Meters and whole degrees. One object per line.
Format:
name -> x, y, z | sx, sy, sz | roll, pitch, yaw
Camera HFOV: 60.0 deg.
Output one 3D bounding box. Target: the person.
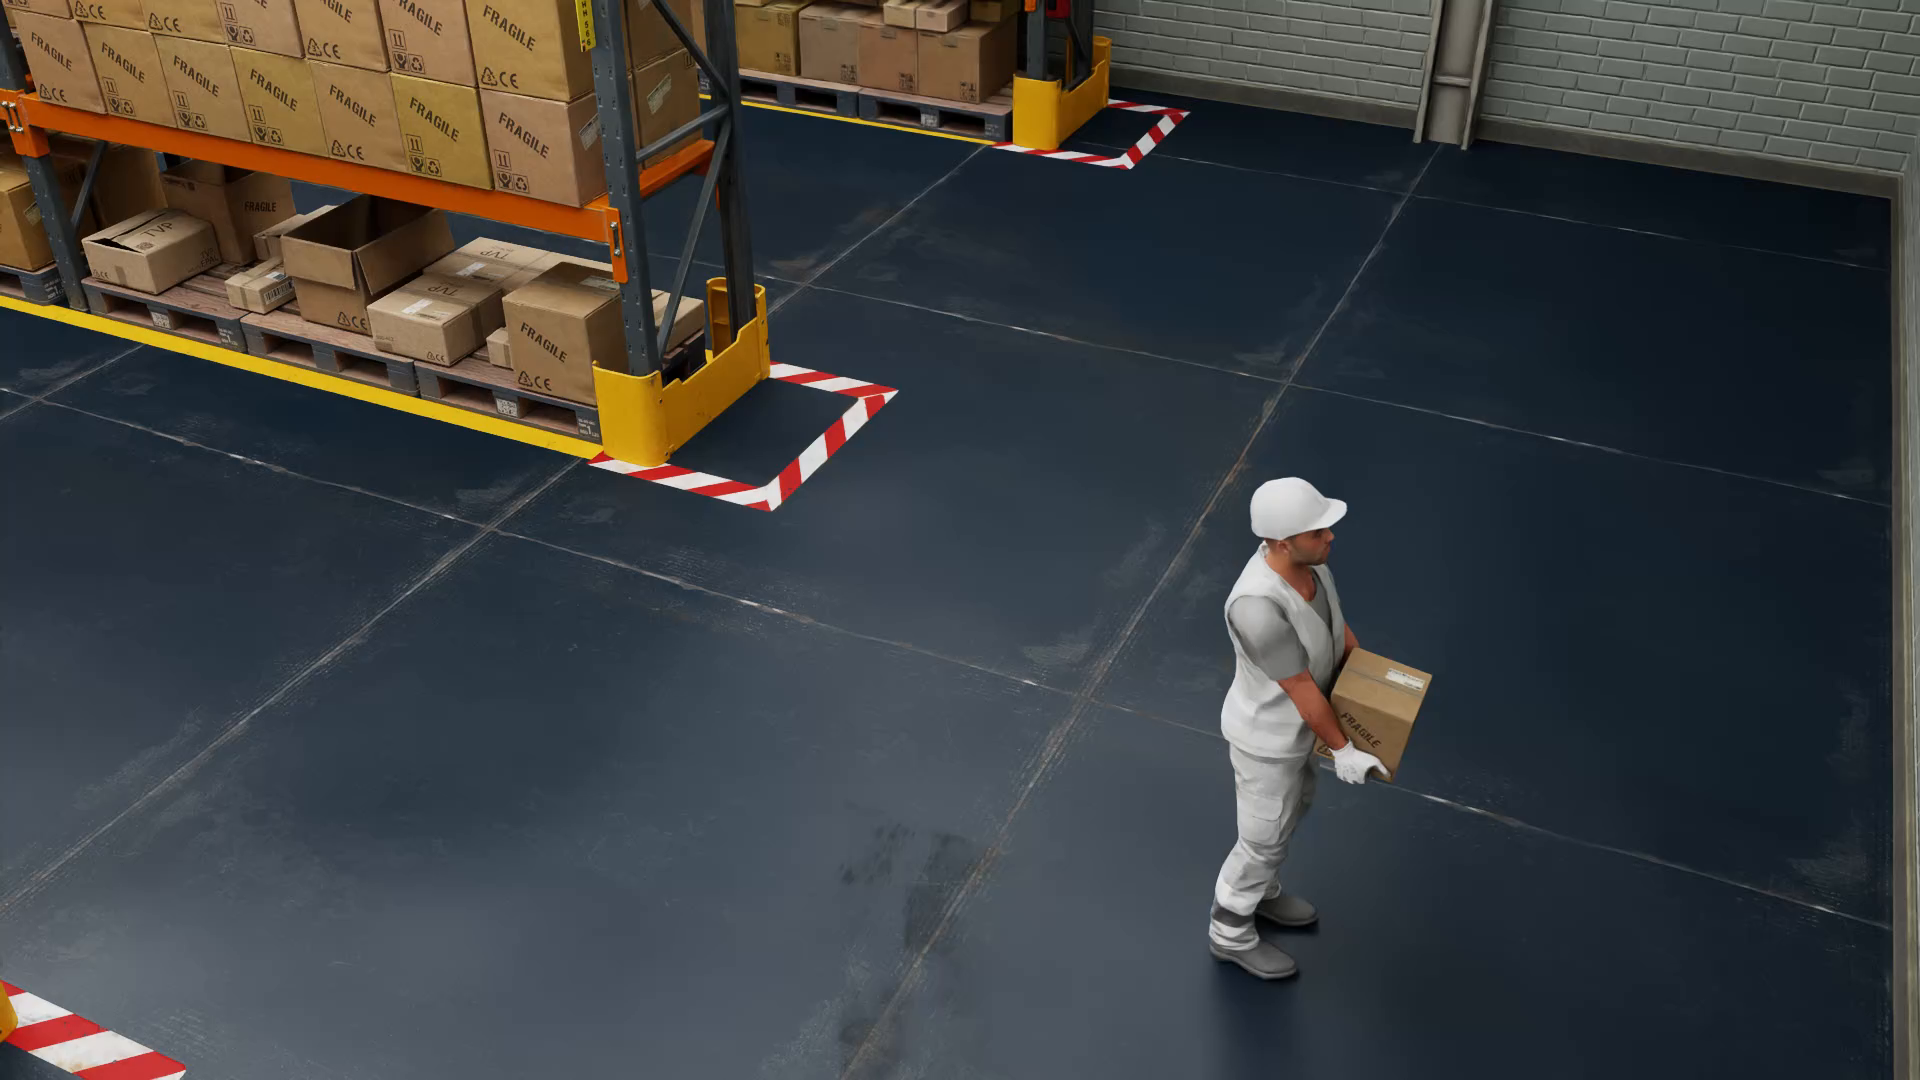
person -> 1.093, 0.613, 5.193 | 0.558, 1.783, 0.494 | 15, 36, 21
